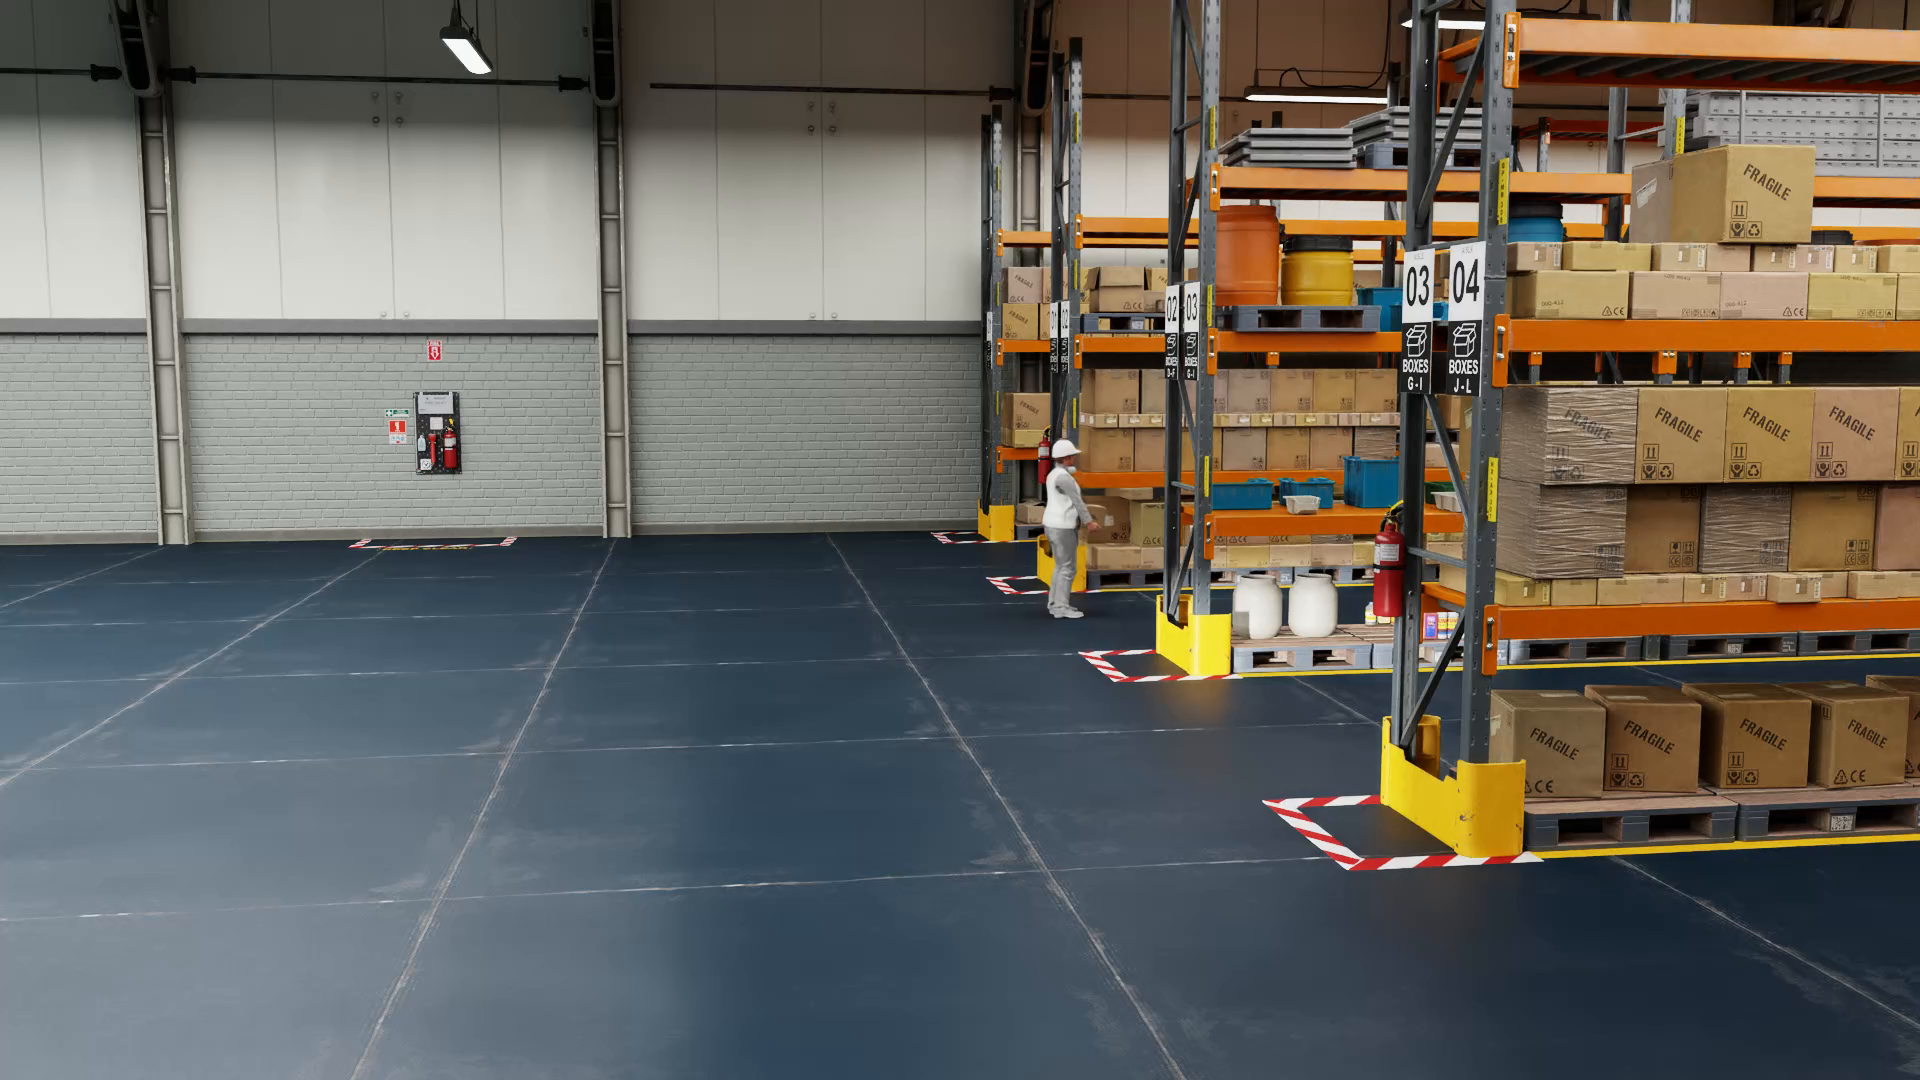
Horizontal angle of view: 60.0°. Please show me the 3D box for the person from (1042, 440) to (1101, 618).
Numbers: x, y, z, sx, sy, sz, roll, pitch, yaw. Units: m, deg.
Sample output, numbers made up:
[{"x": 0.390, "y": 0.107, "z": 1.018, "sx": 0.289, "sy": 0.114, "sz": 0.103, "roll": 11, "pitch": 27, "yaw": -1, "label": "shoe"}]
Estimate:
[{"x": 1.115, "y": -0.119, "z": 16.678, "sx": 0.554, "sy": 1.772, "sz": 0.481, "roll": -1, "pitch": 7, "yaw": -10, "label": "person"}]
